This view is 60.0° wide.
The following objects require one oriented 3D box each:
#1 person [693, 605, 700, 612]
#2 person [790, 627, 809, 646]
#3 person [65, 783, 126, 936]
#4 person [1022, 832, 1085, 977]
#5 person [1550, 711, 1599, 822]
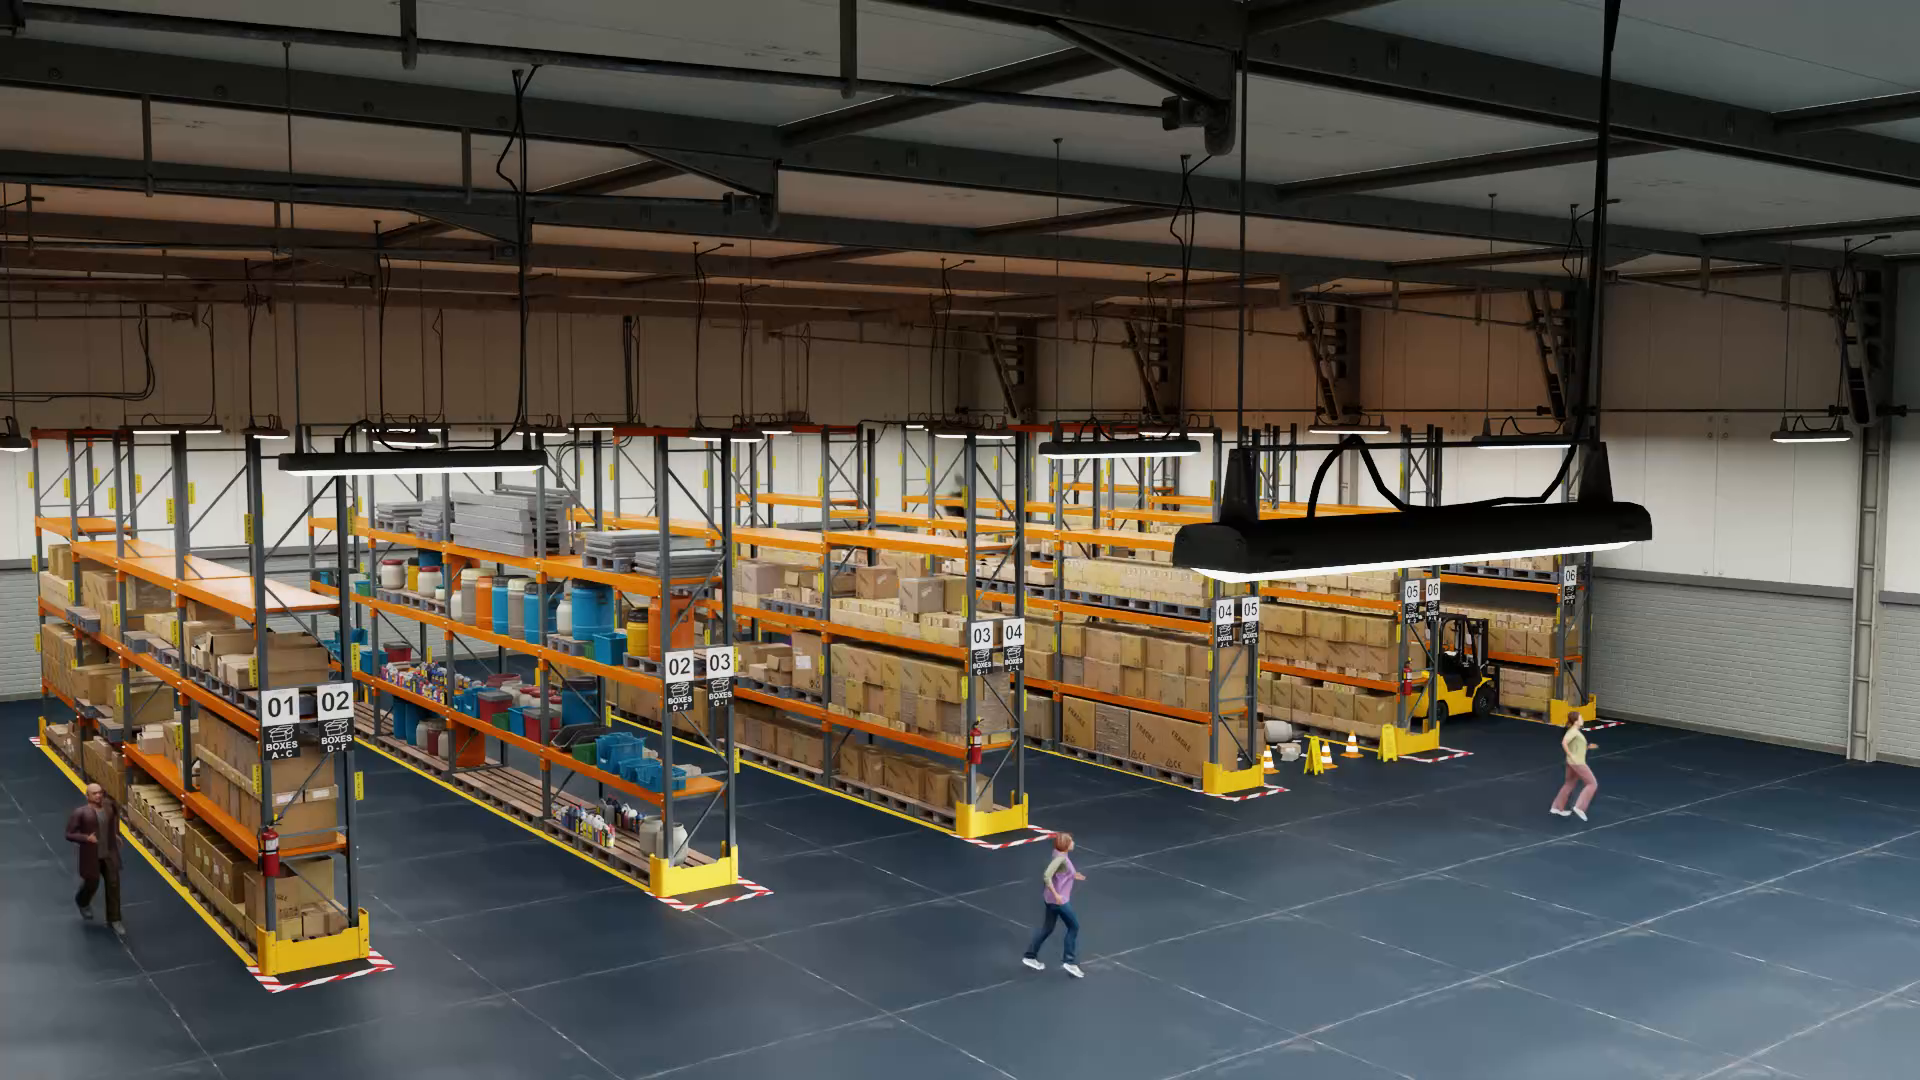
[{"bbox_3d":[-6.468,2.349,39.773,0.731,1.713,0.840,1,5,17],"label":"person"},{"bbox_3d":[-3.418,2.651,35.971,0.690,1.738,0.822,-4,6,-40],"label":"person"},{"bbox_3d":[-10.489,3.843,20.213,1.049,1.798,0.707,4,6,41],"label":"person"},{"bbox_3d":[1.057,4.069,18.603,0.728,1.637,0.530,-1,5,-10],"label":"person"},{"bbox_3d":[9.492,3.484,25.654,0.698,1.696,0.548,0,5,6],"label":"person"}]
